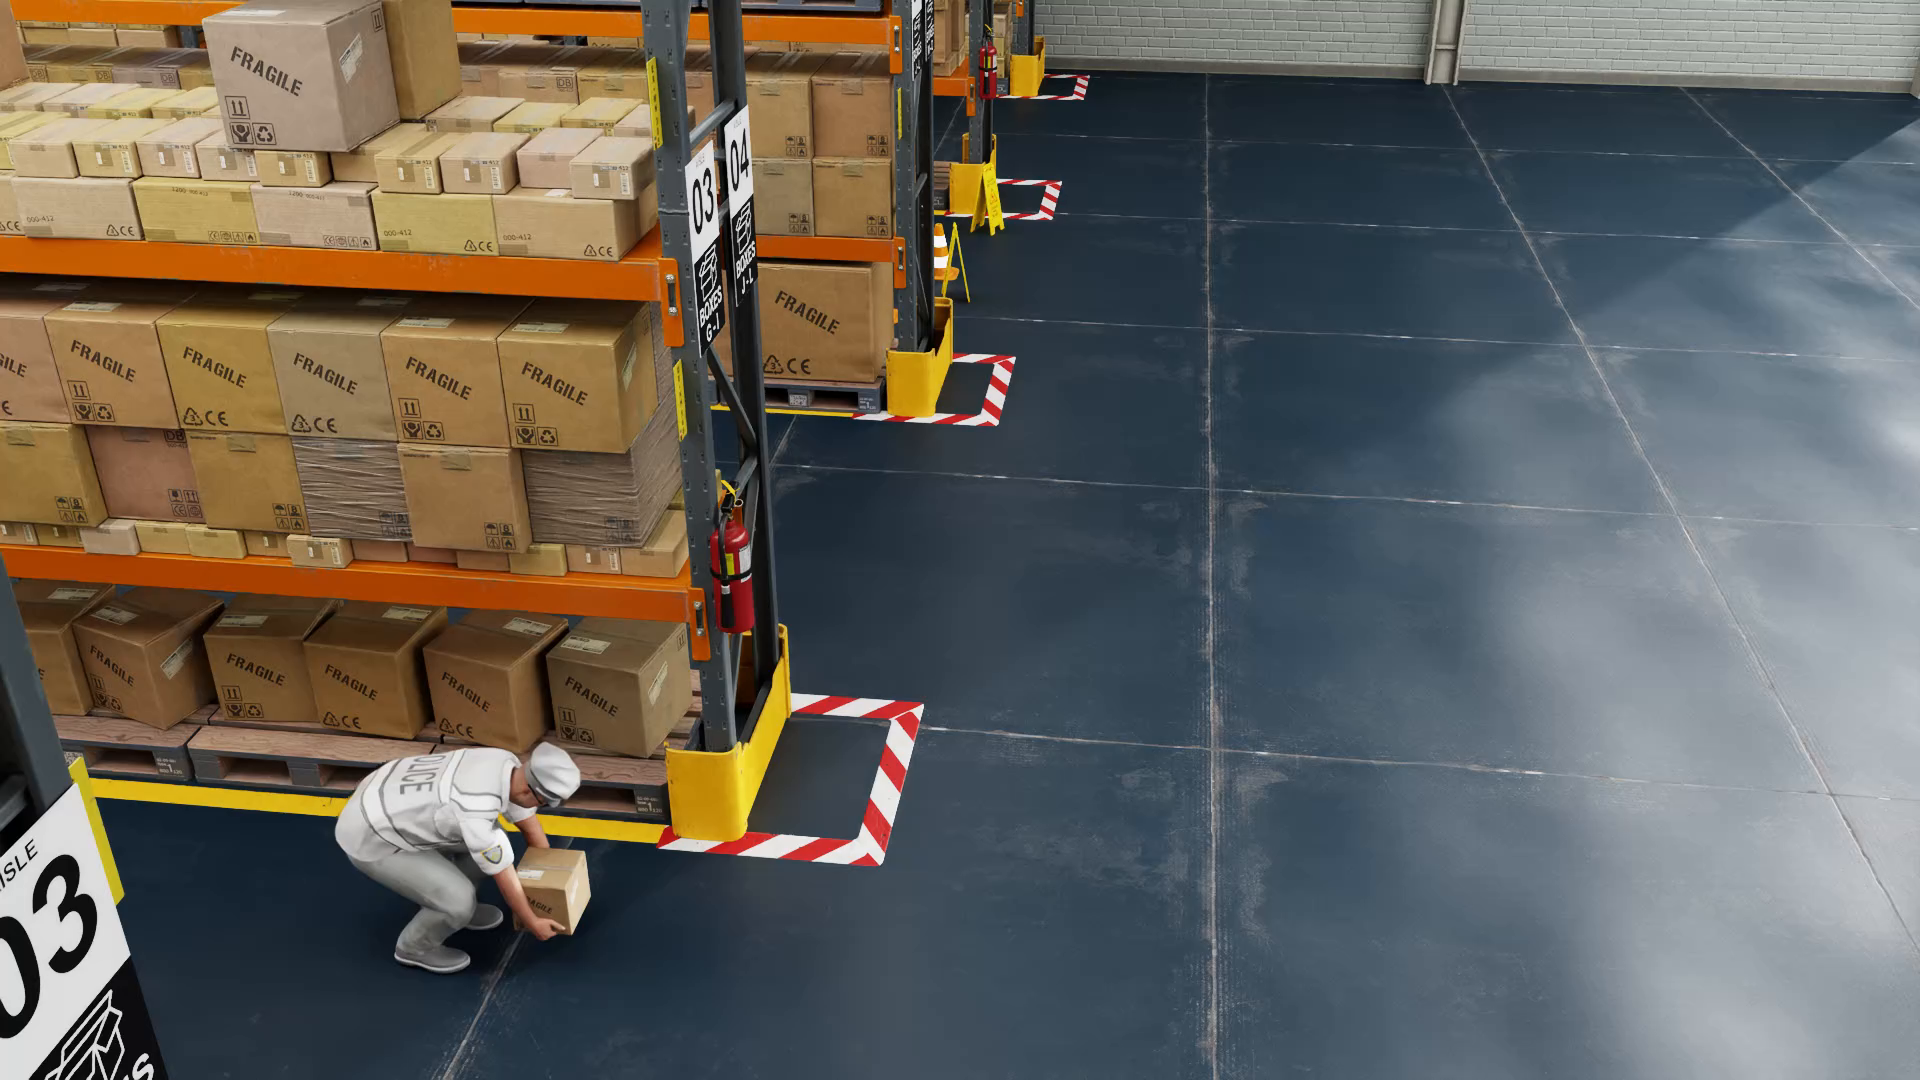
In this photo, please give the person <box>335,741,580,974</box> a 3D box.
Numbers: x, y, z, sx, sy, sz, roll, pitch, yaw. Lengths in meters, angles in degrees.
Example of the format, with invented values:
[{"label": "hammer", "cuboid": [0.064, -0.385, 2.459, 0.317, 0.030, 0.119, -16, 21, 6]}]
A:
[{"label": "person", "cuboid": [-2.061, 1.301, 6.973, 1.010, 1.018, 0.526, 2, 28, 4]}]
